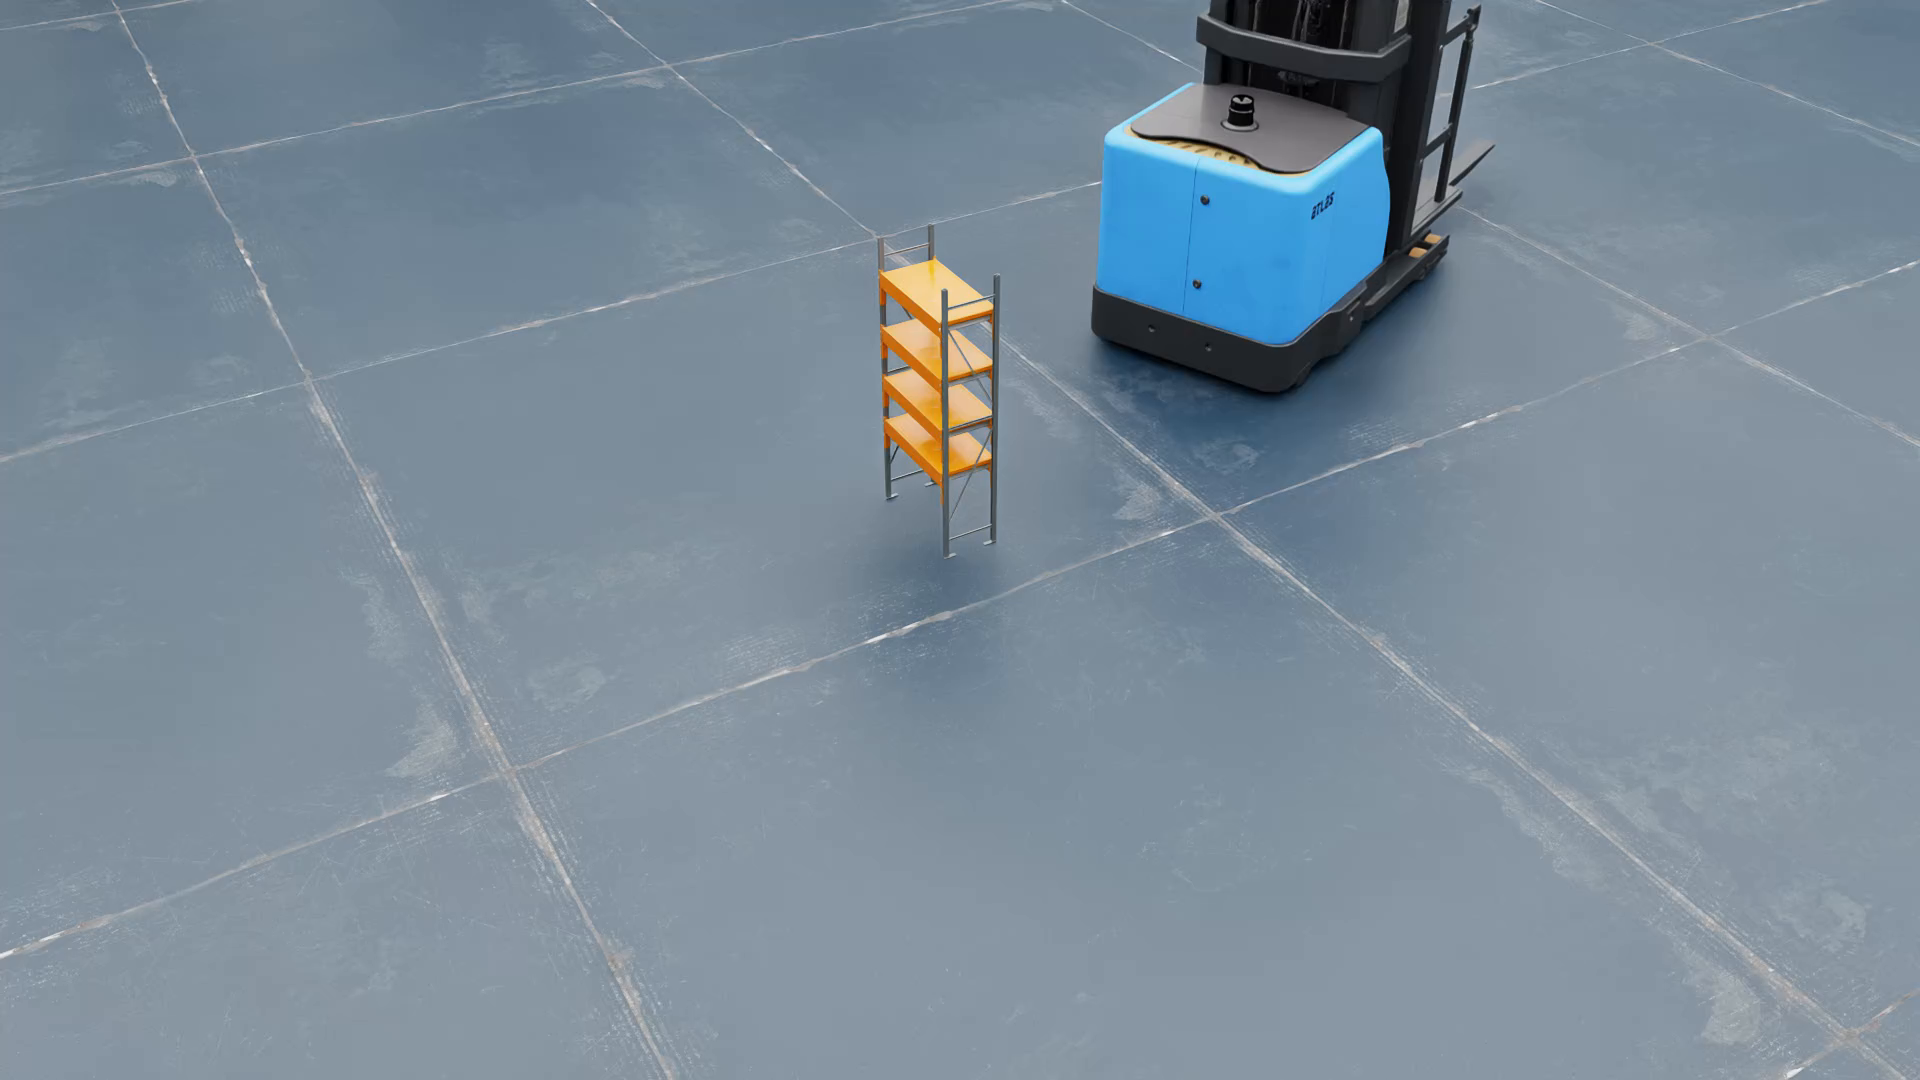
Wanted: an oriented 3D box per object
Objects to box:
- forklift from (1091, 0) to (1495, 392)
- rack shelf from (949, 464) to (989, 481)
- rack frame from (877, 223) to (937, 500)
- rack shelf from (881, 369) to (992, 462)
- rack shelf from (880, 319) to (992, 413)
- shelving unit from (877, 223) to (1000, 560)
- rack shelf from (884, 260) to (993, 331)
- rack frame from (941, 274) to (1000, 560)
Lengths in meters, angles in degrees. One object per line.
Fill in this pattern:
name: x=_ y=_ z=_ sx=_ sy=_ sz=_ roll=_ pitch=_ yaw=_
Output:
forklift: x=1.901 y=-2.675 z=7.928 sx=1.130 sy=2.935 sz=3.031 roll=23 pitch=42 yaw=28
rack shelf: x=-0.083 y=-0.377 z=6.652 sx=0.199 sy=0.029 sz=0.442 roll=-19 pitch=40 yaw=-24
rack frame: x=-0.206 y=-0.693 z=6.682 sx=0.240 sy=1.200 sz=0.015 roll=-19 pitch=40 yaw=-24
rack shelf: x=-0.083 y=-0.515 z=6.551 sx=0.258 sy=0.148 sz=0.480 roll=-19 pitch=40 yaw=-24
rack shelf: x=-0.083 y=-0.695 z=6.419 sx=0.258 sy=0.148 sz=0.480 roll=-19 pitch=40 yaw=-24
shelving unit: x=-0.083 y=-0.569 z=6.512 sx=0.258 sy=1.200 sz=0.503 roll=-19 pitch=40 yaw=-24
rack shelf: x=-0.083 y=-0.918 z=6.257 sx=0.221 sy=0.050 sz=0.457 roll=-19 pitch=40 yaw=-24
rack frame: x=0.039 y=-0.445 z=6.341 sx=0.240 sy=1.200 sz=0.015 roll=-19 pitch=40 yaw=-24
